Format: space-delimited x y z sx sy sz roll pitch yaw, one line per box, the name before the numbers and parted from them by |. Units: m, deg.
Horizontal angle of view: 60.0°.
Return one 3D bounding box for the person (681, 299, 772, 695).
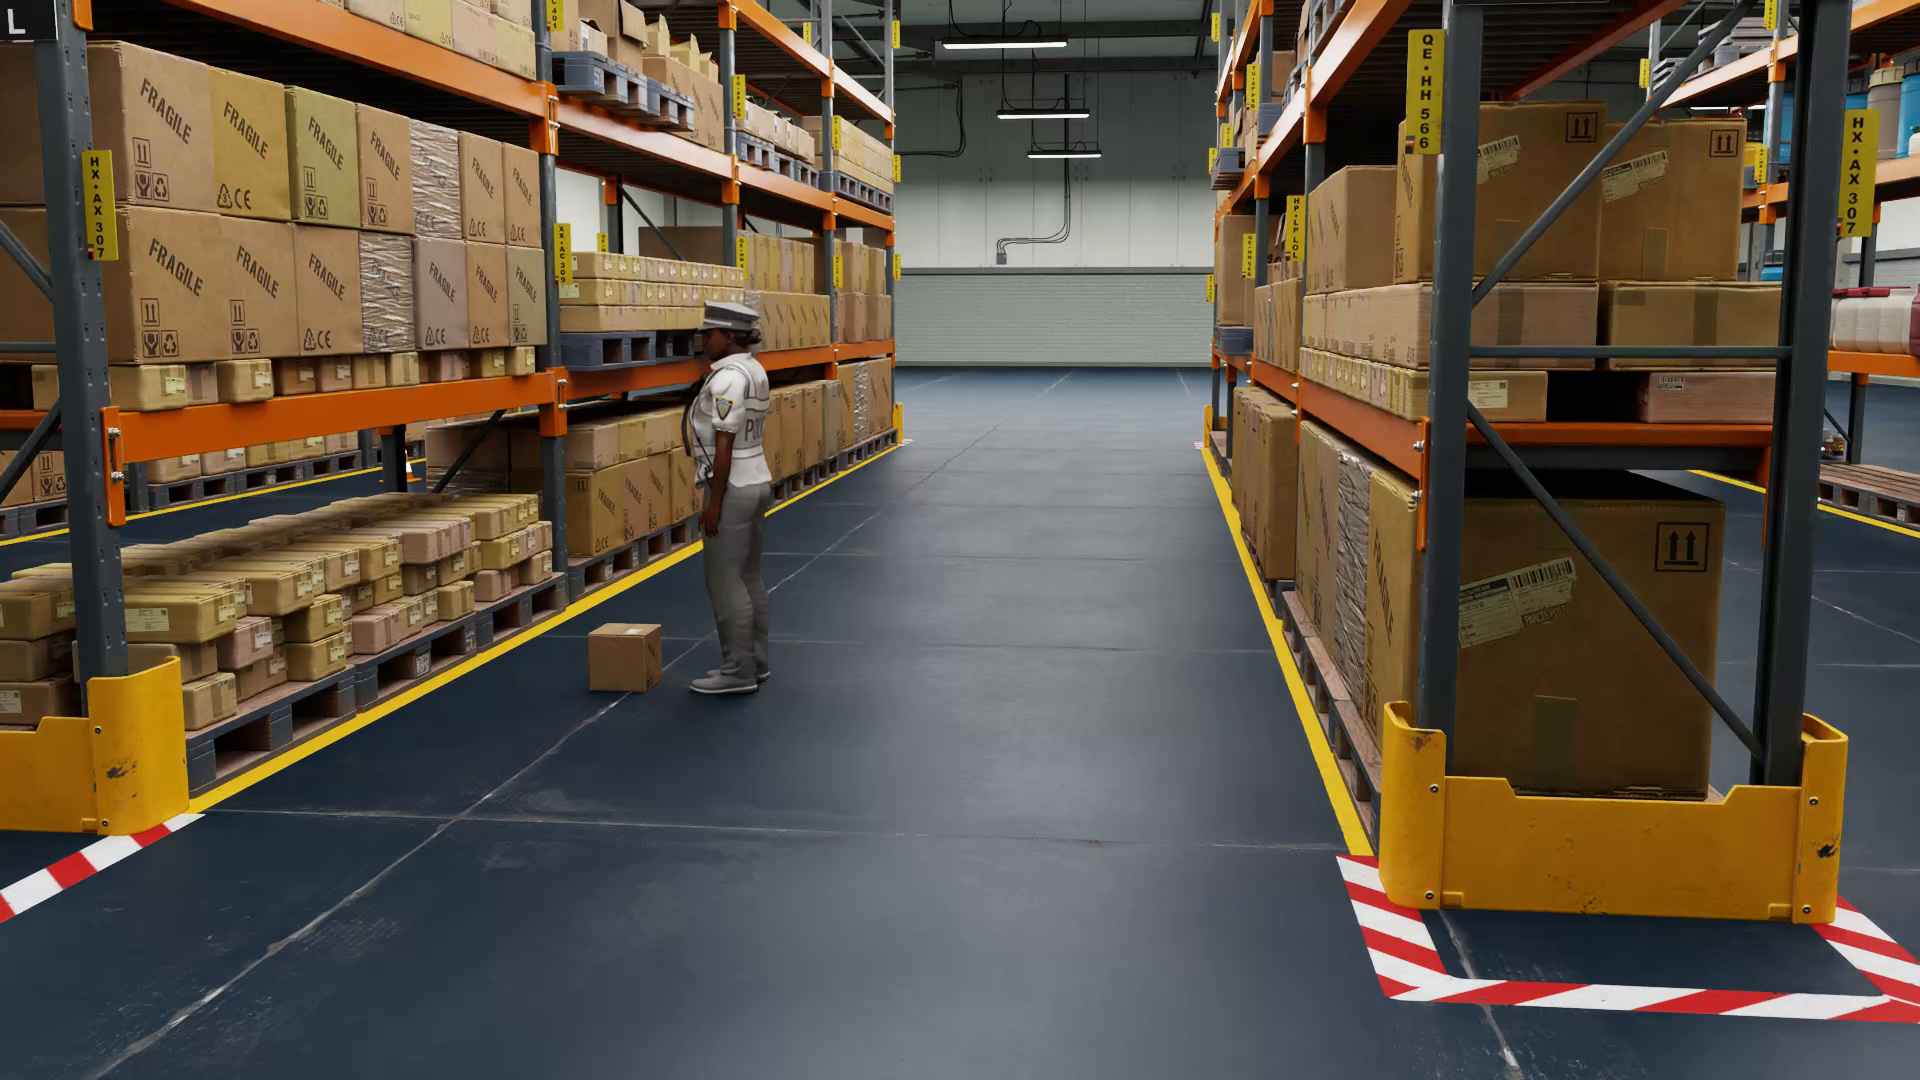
person | -0.985 -0.180 7.114 0.338 1.684 0.442 1 8 7
